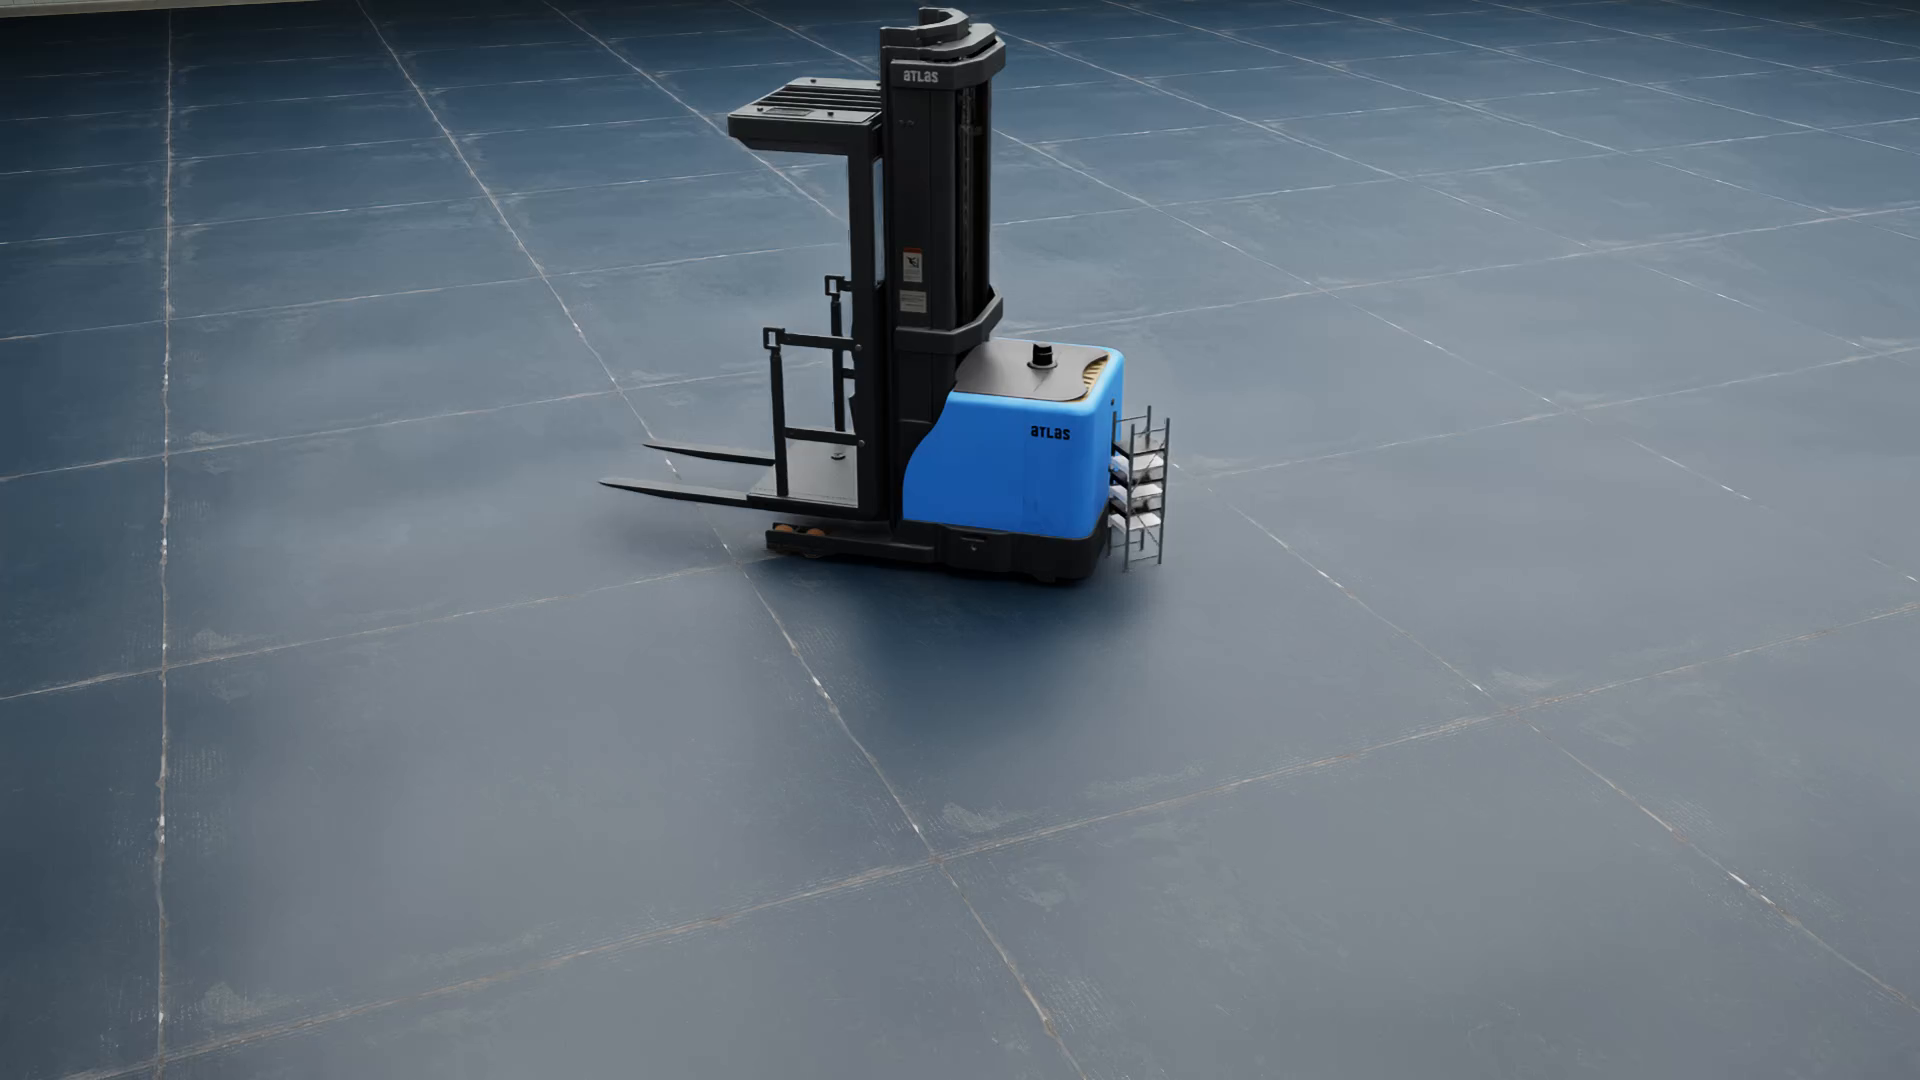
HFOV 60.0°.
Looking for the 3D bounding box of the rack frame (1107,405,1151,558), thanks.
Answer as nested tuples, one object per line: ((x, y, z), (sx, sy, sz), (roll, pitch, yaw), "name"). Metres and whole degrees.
((0.952, -0.322, 9.384), (0.240, 0.900, 0.006), (-11, 28, -22), "rack frame")

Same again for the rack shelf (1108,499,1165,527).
((0.993, -0.171, 9.355), (0.258, 0.077, 0.200), (-11, 28, -22), "rack shelf")

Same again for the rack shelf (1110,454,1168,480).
((0.993, -0.413, 9.237), (0.258, 0.077, 0.200), (-11, 28, -22), "rack shelf")

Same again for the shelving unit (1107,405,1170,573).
((0.993, -0.282, 9.301), (0.258, 0.900, 0.210), (-11, 28, -22), "shelving unit")

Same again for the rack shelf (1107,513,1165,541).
((0.993, -0.090, 9.395), (0.258, 0.077, 0.200), (-11, 28, -22), "rack shelf")

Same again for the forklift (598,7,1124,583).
((-0.619, -1.426, 9.330), (3.031, 2.935, 1.130), (7, 27, 14), "forklift")

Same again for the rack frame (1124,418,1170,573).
((1.035, -0.241, 9.218), (0.240, 0.900, 0.006), (-11, 28, -22), "rack frame")

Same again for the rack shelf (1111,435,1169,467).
((0.993, -0.494, 9.197), (0.258, 0.077, 0.200), (-11, 28, -22), "rack shelf")

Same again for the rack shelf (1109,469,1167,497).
((0.993, -0.333, 9.276), (0.258, 0.077, 0.200), (-11, 28, -22), "rack shelf")

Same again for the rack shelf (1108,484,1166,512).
((0.993, -0.252, 9.316), (0.258, 0.077, 0.200), (-11, 28, -22), "rack shelf")
